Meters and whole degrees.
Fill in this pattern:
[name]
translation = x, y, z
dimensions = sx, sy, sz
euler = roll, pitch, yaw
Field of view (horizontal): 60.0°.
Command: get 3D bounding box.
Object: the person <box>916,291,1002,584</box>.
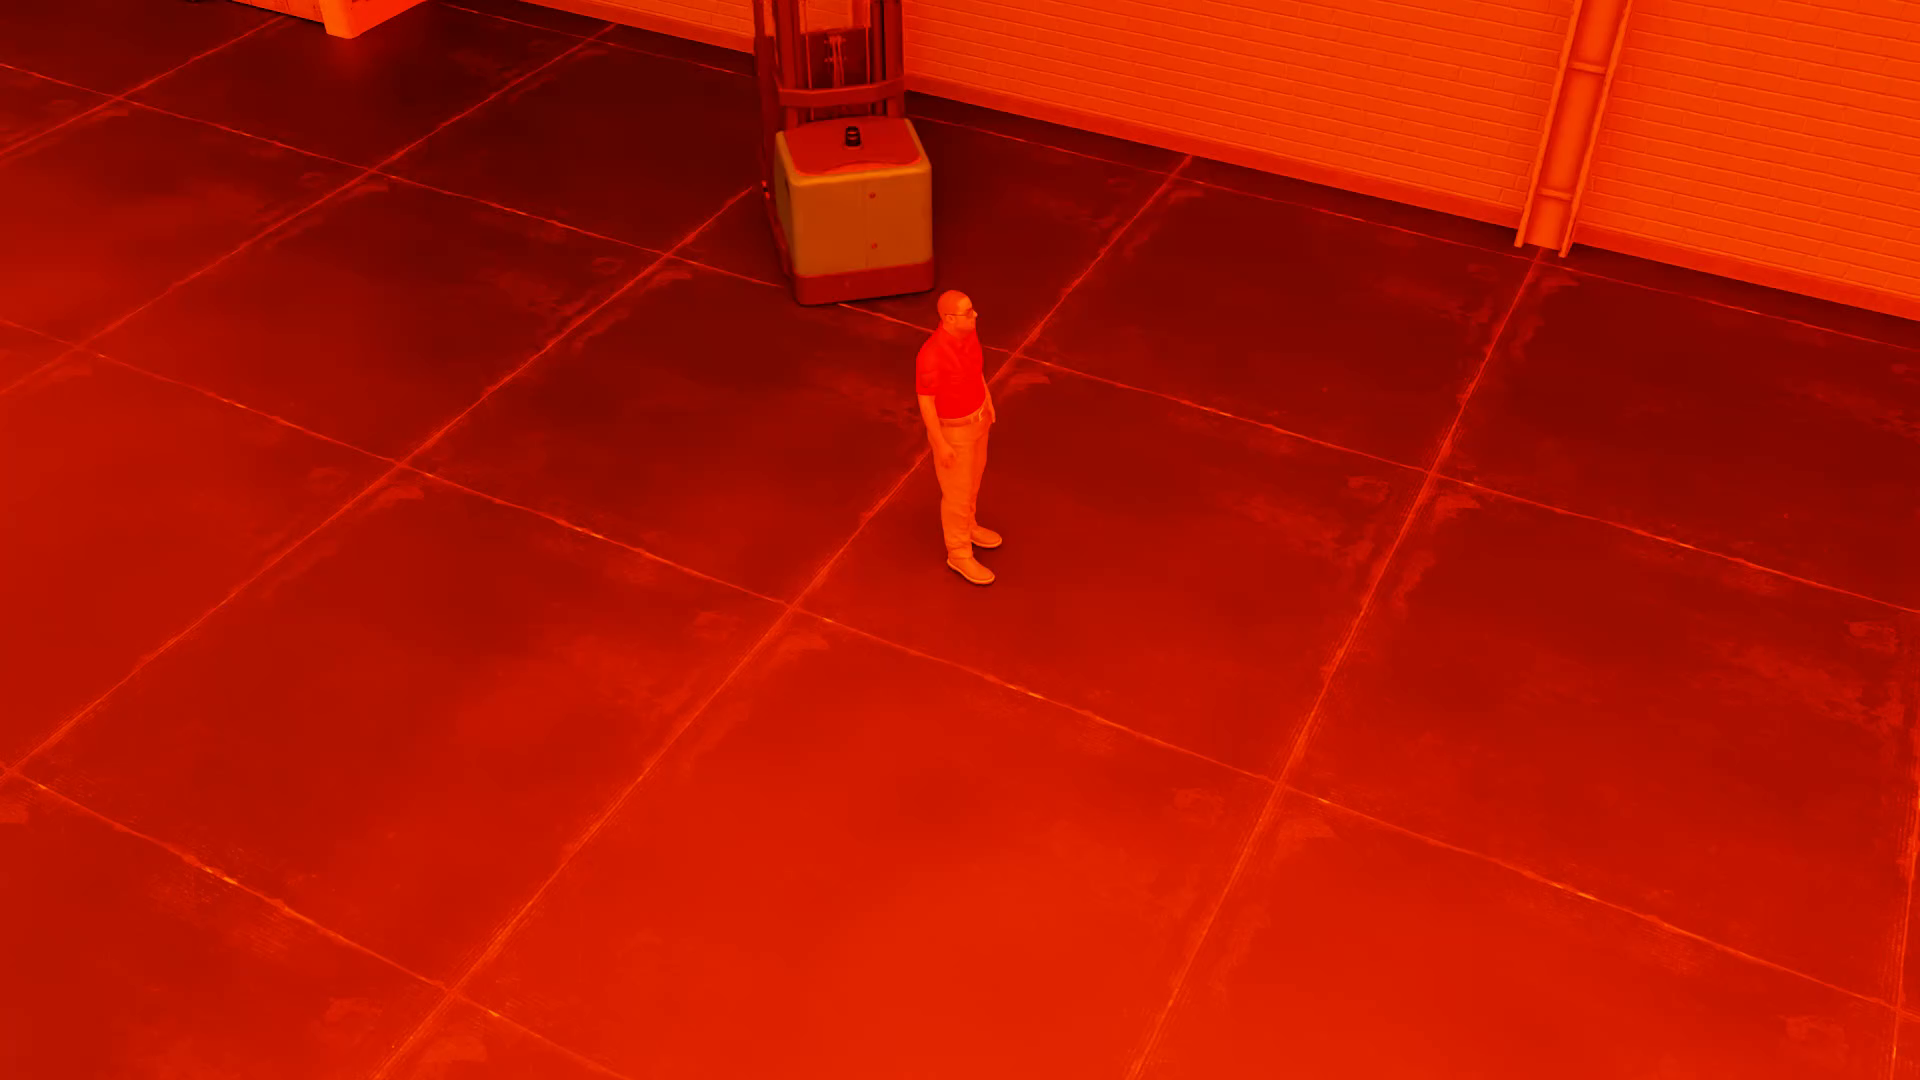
[person]
translation = 0.075, -0.634, 9.660
dimensions = 0.550, 1.728, 0.641
euler = 18, 43, 21

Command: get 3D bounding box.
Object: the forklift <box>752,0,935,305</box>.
[forklift]
translation = -1.018, -3.801, 12.500
dimensions = 1.130, 2.935, 3.031
euler = -9, 41, -10
